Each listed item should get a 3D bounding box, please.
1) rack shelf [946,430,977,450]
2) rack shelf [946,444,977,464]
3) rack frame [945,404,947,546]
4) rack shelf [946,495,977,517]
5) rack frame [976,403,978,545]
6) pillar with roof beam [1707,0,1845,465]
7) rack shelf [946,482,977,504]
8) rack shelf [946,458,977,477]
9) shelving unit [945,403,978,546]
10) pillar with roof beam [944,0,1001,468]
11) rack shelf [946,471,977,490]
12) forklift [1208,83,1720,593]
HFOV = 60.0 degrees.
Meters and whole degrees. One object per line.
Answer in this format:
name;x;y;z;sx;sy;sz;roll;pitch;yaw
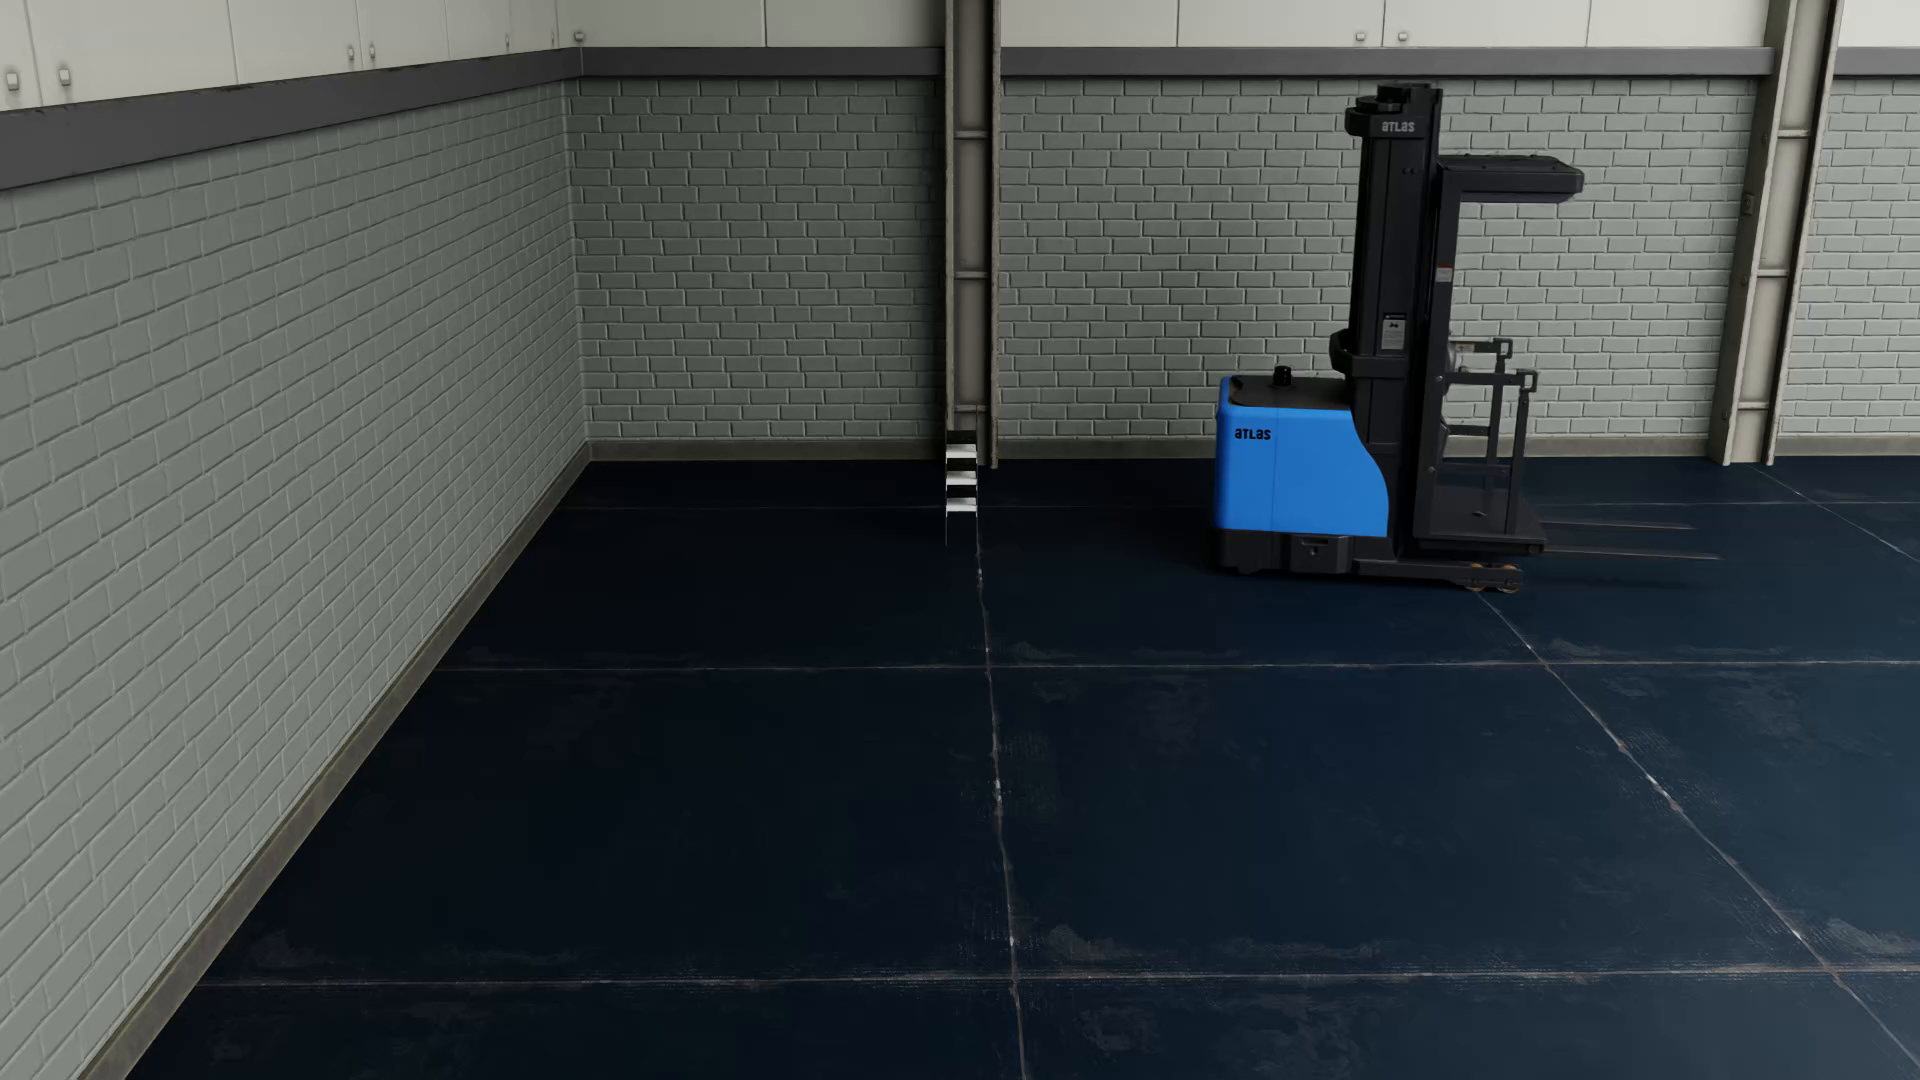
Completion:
rack shelf;0.008;-0.654;10.838;0.200;0.077;0.258;0;18;-1
rack shelf;0.008;-0.568;10.865;0.200;0.077;0.258;0;18;-1
rack frame;-0.094;-0.428;10.909;0.006;0.900;0.240;0;18;-1
rack shelf;0.008;-0.225;10.975;0.200;0.077;0.258;0;18;-1
rack frame;0.110;-0.429;10.912;0.006;0.900;0.240;0;18;-1
pillar with roof beam;6.155;-3.595;7.523;0.400;9.000;9.100;0;18;-1
rack shelf;0.008;-0.311;10.948;0.200;0.077;0.258;0;18;-1
rack shelf;0.008;-0.482;10.893;0.200;0.077;0.258;0;18;-1
shelving unit;0.008;-0.429;10.910;0.210;0.900;0.258;0;18;-1
pillar with roof beam;0.156;-3.566;7.433;0.400;9.000;9.100;0;18;-1
rack shelf;0.008;-0.397;10.920;0.200;0.077;0.258;0;18;-1
forklift;3.119;-1.249;10.142;3.031;2.935;1.130;3;18;9
